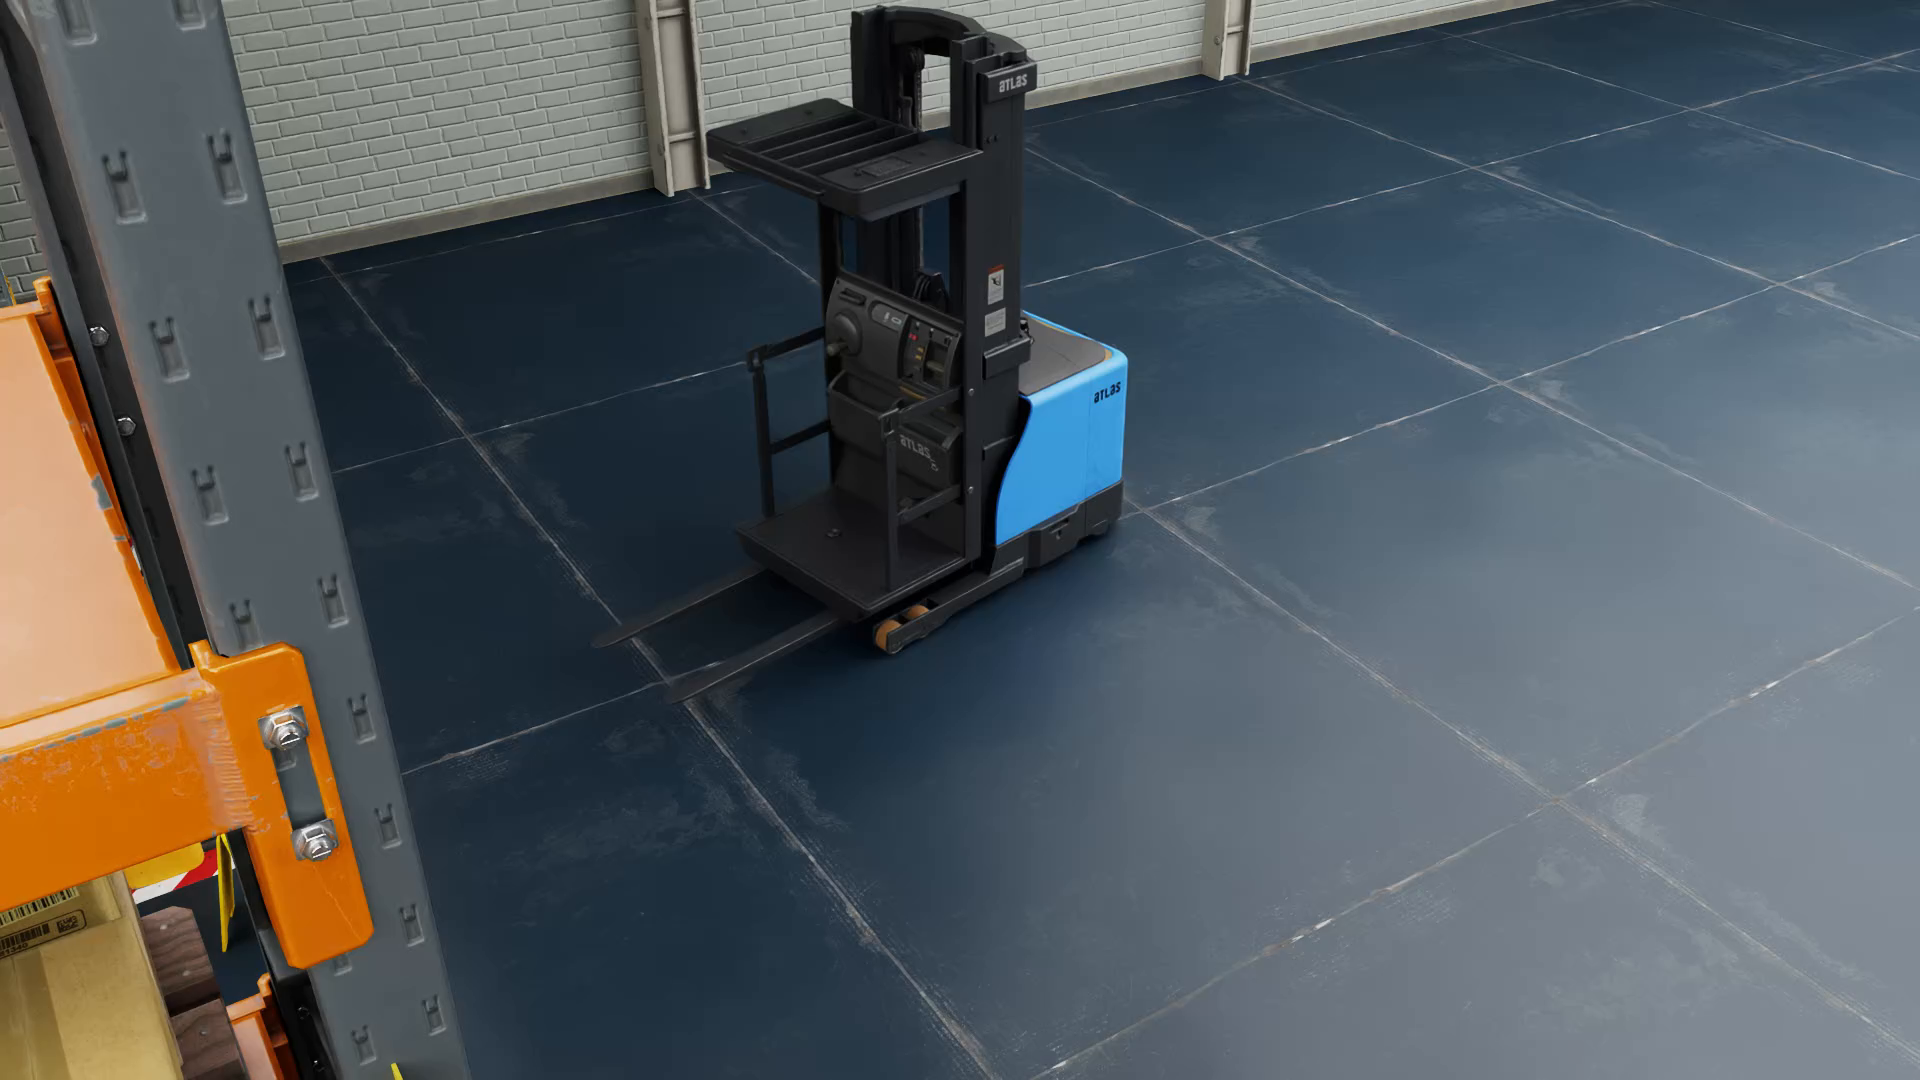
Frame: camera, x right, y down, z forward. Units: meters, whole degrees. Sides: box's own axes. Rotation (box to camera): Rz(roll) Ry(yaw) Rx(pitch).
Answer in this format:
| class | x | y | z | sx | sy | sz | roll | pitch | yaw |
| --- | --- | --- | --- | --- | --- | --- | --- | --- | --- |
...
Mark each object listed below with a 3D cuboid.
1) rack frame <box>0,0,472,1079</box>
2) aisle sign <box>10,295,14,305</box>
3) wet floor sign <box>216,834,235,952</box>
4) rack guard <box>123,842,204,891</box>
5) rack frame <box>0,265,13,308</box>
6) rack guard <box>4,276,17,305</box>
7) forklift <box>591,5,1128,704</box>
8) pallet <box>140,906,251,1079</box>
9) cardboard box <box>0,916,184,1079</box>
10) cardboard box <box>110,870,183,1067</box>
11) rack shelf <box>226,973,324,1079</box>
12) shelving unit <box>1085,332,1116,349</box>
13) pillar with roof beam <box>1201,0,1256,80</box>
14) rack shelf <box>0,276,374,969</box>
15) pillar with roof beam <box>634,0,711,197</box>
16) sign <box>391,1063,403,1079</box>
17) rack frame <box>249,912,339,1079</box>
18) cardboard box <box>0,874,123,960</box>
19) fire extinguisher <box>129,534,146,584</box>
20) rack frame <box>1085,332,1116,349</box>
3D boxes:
| class | x | y | z | sx | sy | sz | roll | pitch | yaw |
| --- | --- | --- | --- | --- | --- | --- | --- | --- | --- |
| rack frame | -0.870 | -0.454 | 1.656 | 0.127 | 3.000 | 1.000 | -19 | 37 | -27 |
| aisle sign | -3.428 | -1.094 | 5.858 | 0.004 | 0.787 | 0.394 | -19 | 37 | -27 |
| wet floor sign | -2.898 | 1.314 | 6.684 | 0.232 | 0.644 | 0.267 | -7 | 33 | -11 |
| rack guard | -3.701 | 0.972 | 7.361 | 0.348 | 0.500 | 1.175 | -19 | 37 | -27 |
| rack frame | -3.637 | -0.107 | 6.729 | 0.127 | 3.000 | 1.000 | -19 | 37 | -27 |
| rack guard | -6.310 | -1.281 | 10.934 | 0.348 | 0.500 | 1.175 | -19 | 37 | -27 |
| forklift | -0.490 | -0.976 | 8.171 | 3.031 | 2.935 | 1.130 | -27 | 41 | -36 |
| pallet | -1.488 | 1.072 | 2.133 | 1.213 | 0.211 | 1.003 | -19 | 37 | -27 |
| cardboard box | -0.970 | 0.614 | 1.776 | 0.250 | 0.149 | 0.380 | -19 | 37 | -27 |
| cardboard box | -1.332 | 0.657 | 2.456 | 0.250 | 0.149 | 0.380 | -19 | 37 | -27 |
| rack shelf | -2.551 | 1.698 | 1.732 | 4.000 | 0.370 | 1.077 | -19 | 37 | -27 |
| shelving unit | 0.708 | -0.731 | 9.676 | 0.210 | 0.900 | 0.258 | -22 | 38 | -37 |
| pillar with roof beam | 5.015 | -6.610 | 11.416 | 0.400 | 9.000 | 9.100 | -19 | 37 | -27 |
| rack shelf | -2.551 | 0.598 | 1.038 | 4.000 | 0.370 | 1.077 | -19 | 37 | -27 |
| pillar with roof beam | -0.028 | -4.876 | 8.666 | 0.400 | 9.000 | 9.100 | -19 | 37 | -27 |
| sign | -0.588 | 0.721 | 1.849 | 0.005 | 0.325 | 0.100 | -19 | 37 | -27 |
| rack frame | -0.870 | 2.084 | 3.257 | 0.127 | 3.000 | 1.000 | -19 | 37 | -27 |
| cardboard box | -1.415 | 0.557 | 2.240 | 0.500 | 0.250 | 0.500 | -19 | 37 | -27 |
| fire extinguisher | -3.291 | 0.100 | 6.475 | 0.183 | 0.674 | 0.296 | -19 | 37 | -27 |
| rack frame | 0.783 | -0.762 | 9.738 | 0.006 | 0.900 | 0.240 | -22 | 38 | -37 |
